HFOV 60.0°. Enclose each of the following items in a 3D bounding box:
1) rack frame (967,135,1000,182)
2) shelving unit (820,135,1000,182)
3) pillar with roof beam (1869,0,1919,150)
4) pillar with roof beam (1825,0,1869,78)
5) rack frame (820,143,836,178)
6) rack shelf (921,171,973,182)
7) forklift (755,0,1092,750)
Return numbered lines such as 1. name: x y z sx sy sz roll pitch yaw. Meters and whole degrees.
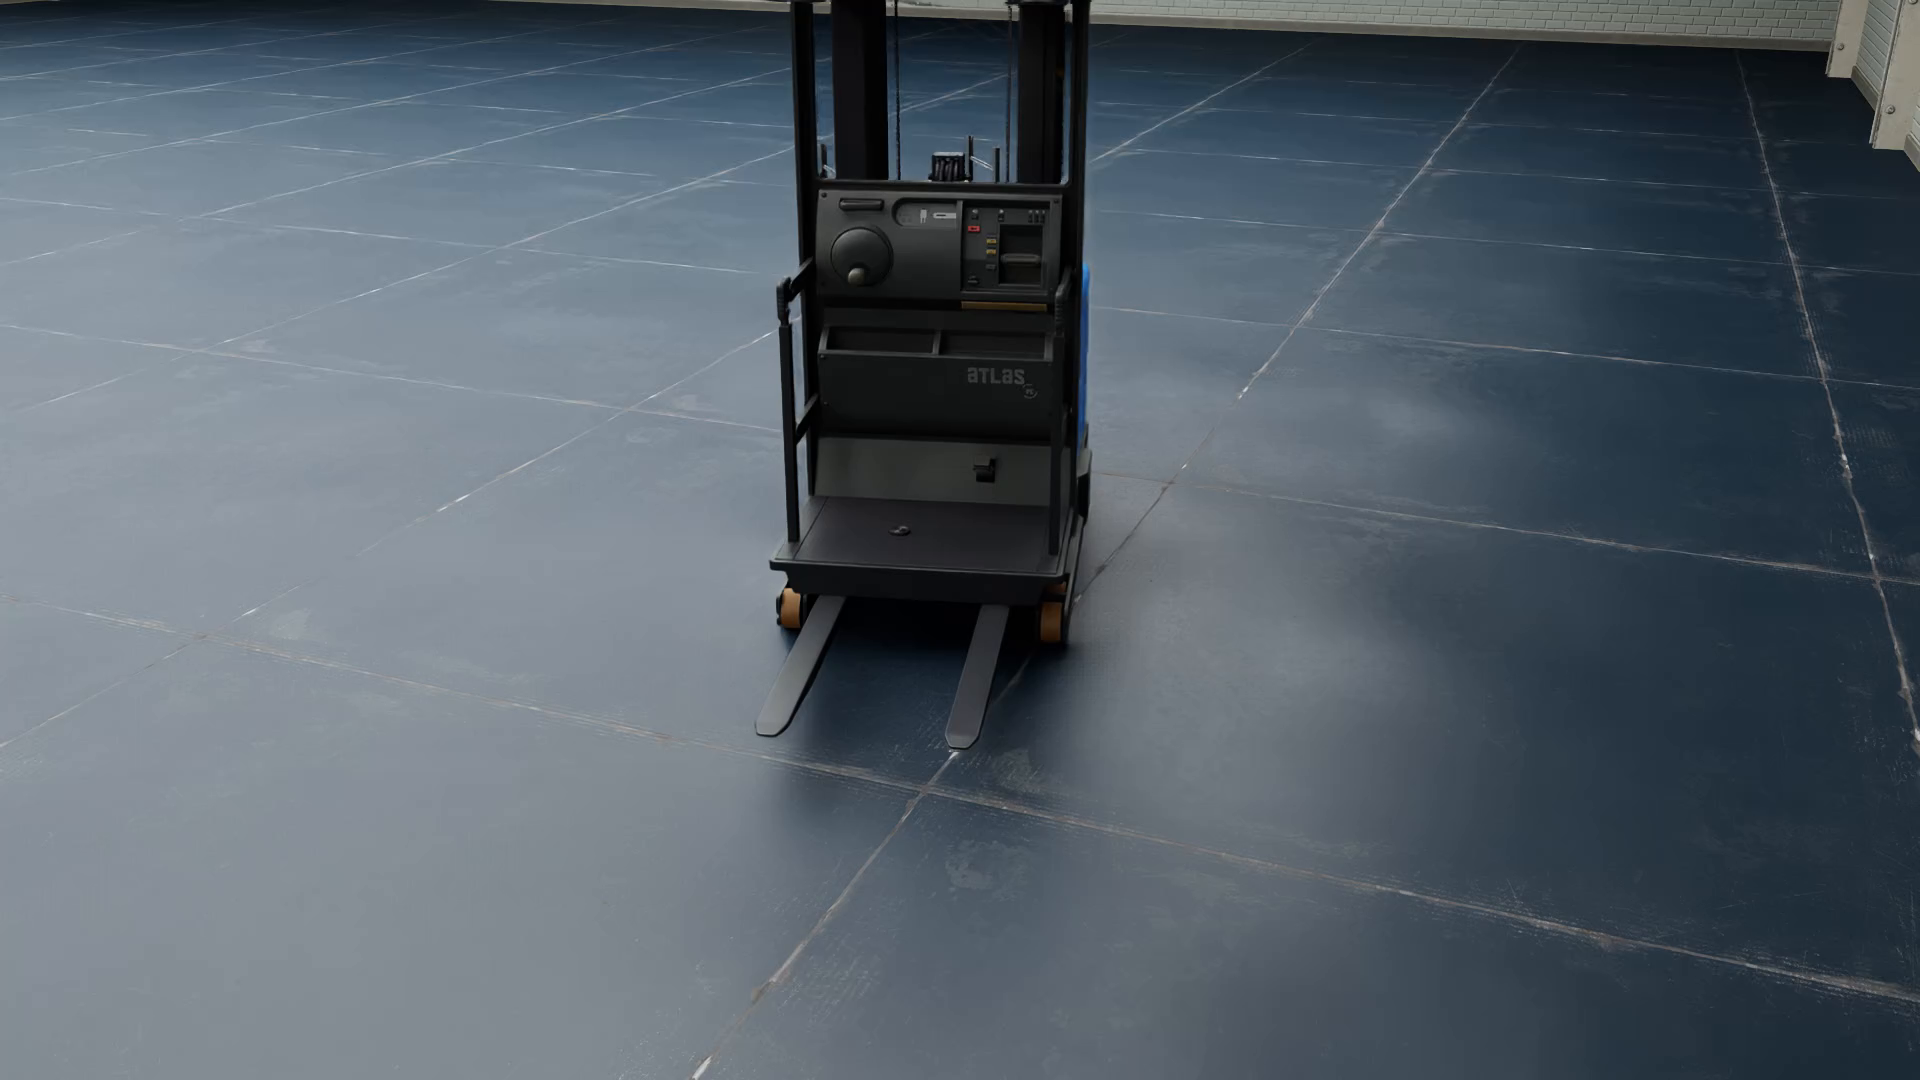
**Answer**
1. rack frame: 0.109 -1.199 8.175 0.023 1.500 0.400 -8 24 -18
2. shelving unit: -0.236 -1.152 8.062 0.755 1.500 0.431 -8 24 -18
3. pillar with roof beam: 5.348 -8.733 16.483 9.100 9.000 0.400 9 24 20
4. pillar with roof beam: 7.576 -10.880 21.623 9.100 9.000 0.400 9 24 20
5. rack frame: -0.582 -1.105 7.950 0.023 1.500 0.400 -8 24 -18
6. rack shelf: -0.236 -1.512 7.912 0.720 0.370 0.431 -8 24 -18
7. forklift: -0.107 -1.098 6.077 1.130 2.935 3.031 3 23 7
